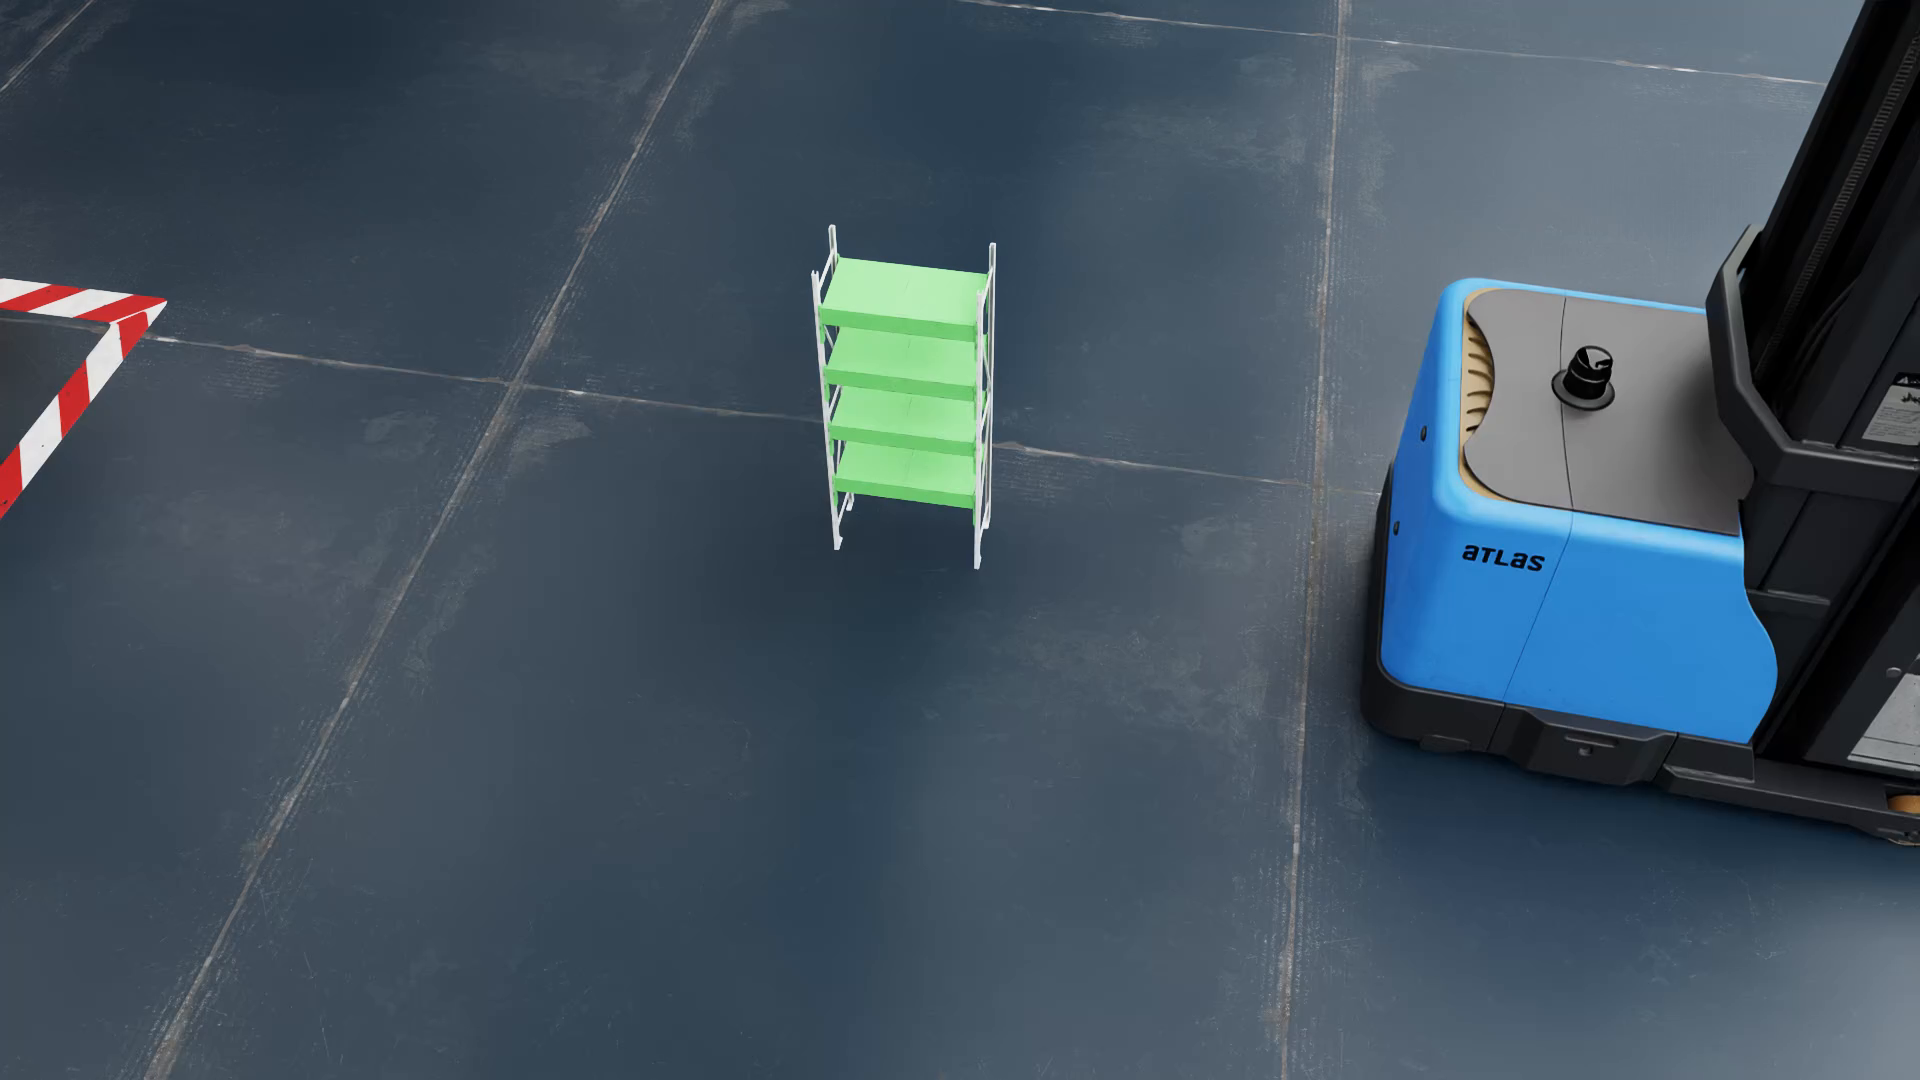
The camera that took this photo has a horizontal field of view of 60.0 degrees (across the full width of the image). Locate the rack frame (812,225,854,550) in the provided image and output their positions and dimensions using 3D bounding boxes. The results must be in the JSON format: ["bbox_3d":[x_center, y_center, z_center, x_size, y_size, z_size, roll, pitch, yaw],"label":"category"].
[{"bbox_3d":[-0.403,-0.455,5.352,0.015,1.200,0.240,8,49,7],"label":"rack frame"}]

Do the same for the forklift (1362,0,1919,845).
[{"bbox_3d":[2.827,-0.479,4.210,3.031,2.935,1.130,9,49,8],"label":"forklift"}]

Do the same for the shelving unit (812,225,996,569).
[{"bbox_3d":[-0.163,-0.423,5.323,0.503,1.200,0.258,8,49,7],"label":"shelving unit"}]

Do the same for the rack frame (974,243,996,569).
[{"bbox_3d":[0.077,-0.391,5.294,0.015,1.200,0.240,8,49,7],"label":"rack frame"}]

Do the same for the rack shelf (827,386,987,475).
[{"bbox_3d":[-0.163,-0.380,5.371,0.480,0.148,0.258,8,49,7],"label":"rack shelf"}]

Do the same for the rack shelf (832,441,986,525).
[{"bbox_3d":[-0.163,-0.220,5.549,0.480,0.148,0.258,8,49,7],"label":"rack shelf"}]

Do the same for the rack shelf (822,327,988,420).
[{"bbox_3d":[-0.163,-0.541,5.192,0.480,0.148,0.258,8,49,7],"label":"rack shelf"}]

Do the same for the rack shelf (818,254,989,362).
[{"bbox_3d":[-0.163,-0.701,5.014,0.480,0.148,0.258,8,49,7],"label":"rack shelf"}]
